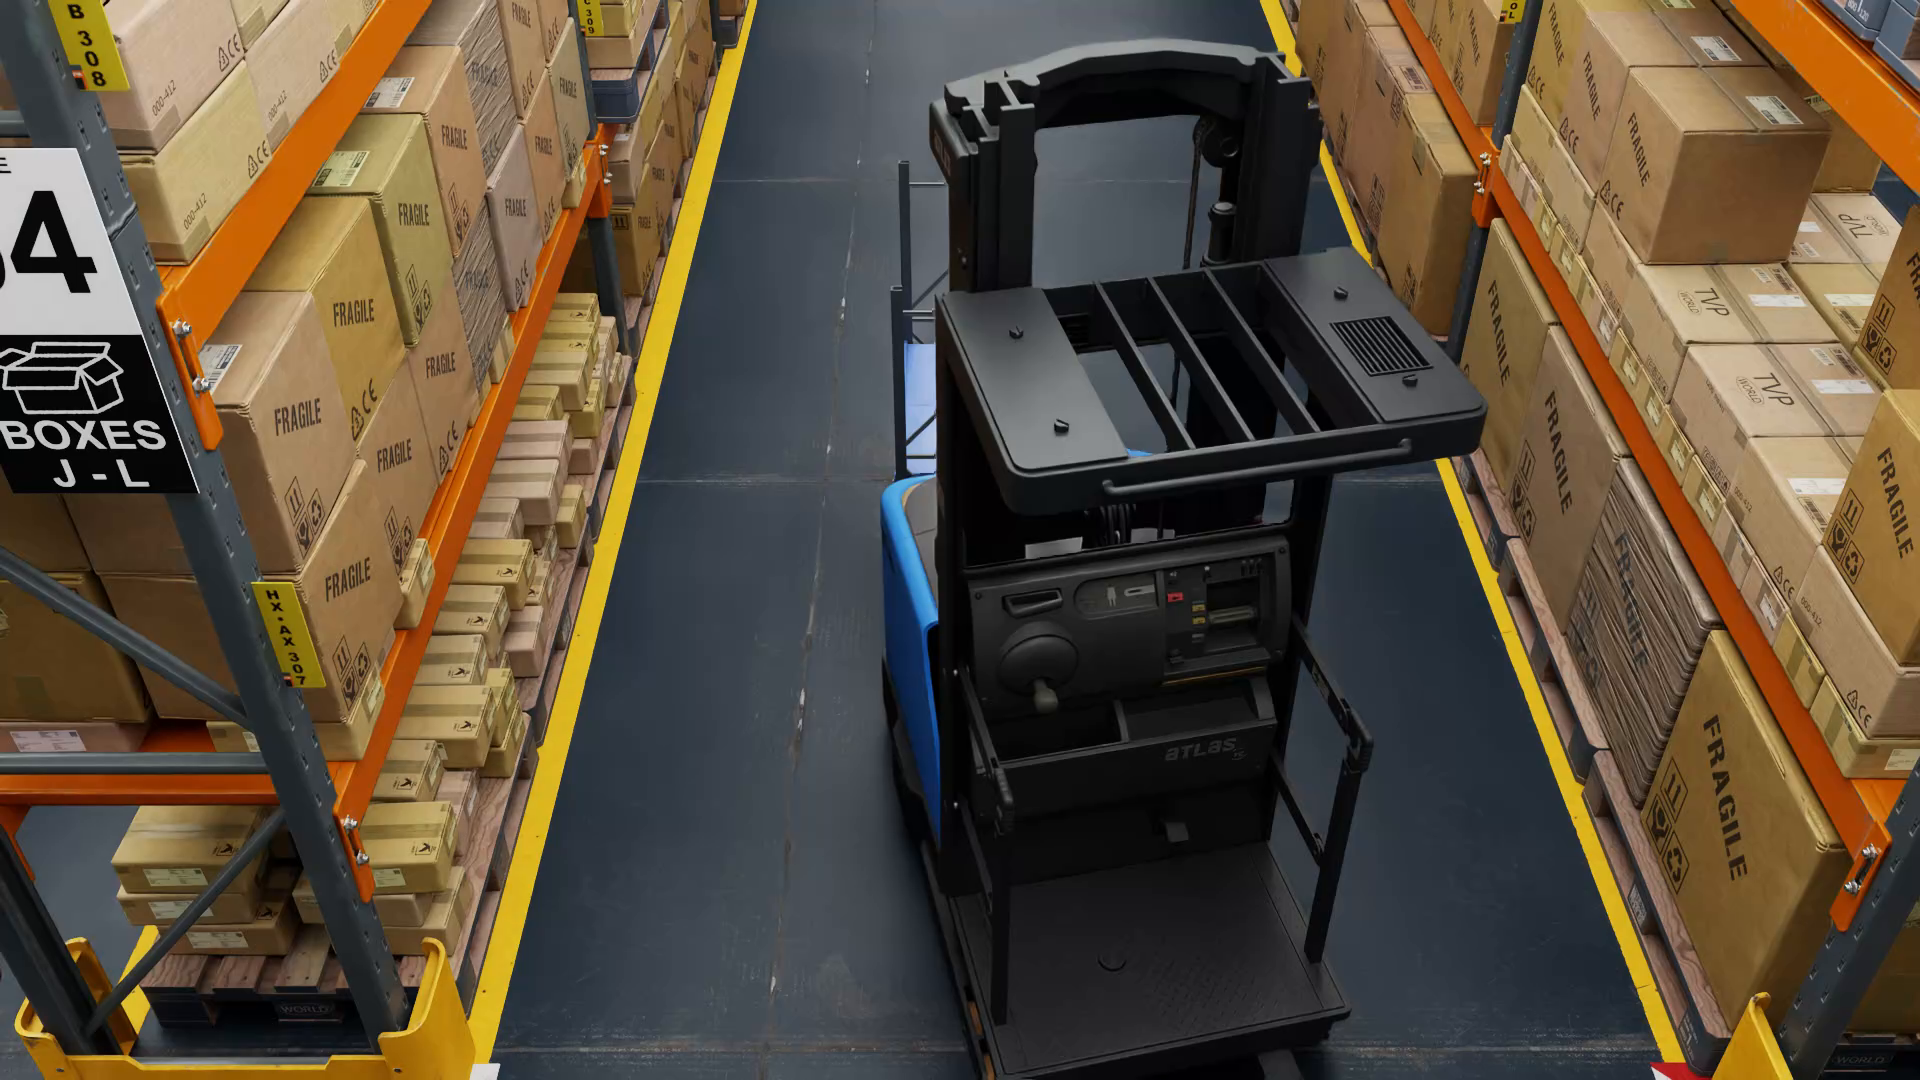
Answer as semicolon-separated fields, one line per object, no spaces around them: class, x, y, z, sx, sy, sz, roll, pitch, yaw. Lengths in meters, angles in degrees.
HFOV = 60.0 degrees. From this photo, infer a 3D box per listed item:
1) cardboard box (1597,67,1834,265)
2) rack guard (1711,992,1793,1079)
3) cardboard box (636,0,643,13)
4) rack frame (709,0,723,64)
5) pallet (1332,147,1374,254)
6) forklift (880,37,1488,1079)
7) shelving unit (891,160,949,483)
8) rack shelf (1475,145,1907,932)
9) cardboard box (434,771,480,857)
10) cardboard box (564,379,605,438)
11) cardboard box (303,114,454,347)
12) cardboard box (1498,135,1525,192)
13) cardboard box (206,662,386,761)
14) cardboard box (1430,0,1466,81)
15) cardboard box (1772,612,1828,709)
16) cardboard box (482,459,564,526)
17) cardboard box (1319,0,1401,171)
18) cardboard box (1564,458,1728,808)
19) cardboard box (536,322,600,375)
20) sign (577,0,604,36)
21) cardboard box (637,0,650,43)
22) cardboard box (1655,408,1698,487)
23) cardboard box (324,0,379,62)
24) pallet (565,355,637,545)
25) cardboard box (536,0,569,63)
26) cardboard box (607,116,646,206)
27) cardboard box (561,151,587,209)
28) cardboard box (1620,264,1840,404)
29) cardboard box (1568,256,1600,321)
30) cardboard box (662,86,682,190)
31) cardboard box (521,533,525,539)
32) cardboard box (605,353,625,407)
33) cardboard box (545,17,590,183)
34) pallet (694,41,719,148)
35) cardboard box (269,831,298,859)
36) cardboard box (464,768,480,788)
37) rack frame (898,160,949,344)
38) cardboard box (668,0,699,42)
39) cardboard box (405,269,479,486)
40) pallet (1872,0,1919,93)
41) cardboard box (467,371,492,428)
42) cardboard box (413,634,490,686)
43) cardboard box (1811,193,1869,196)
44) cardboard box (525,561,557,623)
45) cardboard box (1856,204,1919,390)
cardboard box;2.588;-1.296;5.751;0.500;0.500;0.500;-1;39;-1
rack guard;2.850;1.613;4.838;1.175;0.500;0.348;0;39;0
cardboard box;-1.657;-2.529;7.635;0.380;0.149;0.250;-1;39;-1
rack frame;-2.119;-4.440;10.392;1.000;3.000;0.127;0;39;0
pallet;2.765;-2.038;9.625;1.003;0.211;1.213;0;39;0
forklift;0.535;0.317;4.510;1.130;2.935;3.031;-8;39;-10
shelving unit;0.000;-0.639;6.848;0.538;1.500;1.048;0;39;0
rack shelf;2.848;-0.348;5.861;1.077;0.370;4.000;0;39;0
cardboard box;-1.798;0.896;5.439;0.380;0.149;0.250;0;39;0
cardboard box;-1.766;-0.573;7.272;0.380;0.149;0.250;-1;39;-2
cardboard box;-1.830;-0.904;4.863;0.500;0.500;0.500;-1;39;-1
cardboard box;2.513;-1.596;7.044;0.380;0.149;0.250;0;39;0
cardboard box;-1.783;0.458;4.481;0.380;0.149;0.250;0;39;0
cardboard box;2.578;-2.520;7.916;0.500;0.500;0.500;1;39;1
cardboard box;2.518;0.335;4.634;0.380;0.149;0.250;0;39;0
cardboard box;-1.779;-0.184;6.550;0.380;0.149;0.250;-1;39;-2
cardboard box;2.814;-2.726;9.617;1.225;0.875;0.875;0;39;0
cardboard box;2.768;0.318;5.817;0.875;0.875;0.875;0;39;0
cardboard box;-1.814;-0.840;7.368;0.380;0.149;0.250;0;39;1
sign;-1.572;-2.282;7.006;0.100;0.325;0.005;0;39;0
cardboard box;-1.661;-2.425;7.742;0.380;0.149;0.250;1;39;1
cardboard box;2.517;-0.303;5.430;0.380;0.149;0.250;0;39;0
cardboard box;-1.865;-1.482;4.422;0.500;0.250;0.500;-1;39;-2
pallet;-2.079;-0.431;7.619;1.003;0.211;1.213;0;39;0
cardboard box;-1.844;-2.190;6.467;0.500;0.500;0.500;-1;39;-2
cardboard box;-1.851;-1.882;8.263;0.500;0.250;0.500;-2;39;-2
cardboard box;-1.771;-1.501;6.926;0.380;0.149;0.250;-1;39;-1
cardboard box;2.579;-0.699;5.606;0.500;0.250;0.500;0;39;0
cardboard box;2.517;-0.942;6.228;0.380;0.149;0.250;-1;39;-1
cardboard box;-1.867;-2.248;9.320;0.500;0.500;0.500;1;39;1
cardboard box;-1.906;0.078;6.460;0.380;0.149;0.250;2;39;2
cardboard box;-1.774;-0.745;7.725;0.380;0.149;0.250;0;39;1
cardboard box;-1.832;-1.792;6.769;0.500;0.500;0.500;0;39;0
pallet;-2.120;-2.863;10.654;1.003;0.211;1.213;0;39;0
cardboard box;-2.343;0.902;5.432;0.380;0.149;0.250;-1;39;-1
cardboard box;-1.880;0.864;5.717;0.380;0.149;0.250;0;39;0
rack frame;-0.001;-0.956;7.244;0.500;1.500;0.032;0;39;0
cardboard box;-1.845;-3.178;9.880;0.500;0.250;0.500;0;39;1
cardboard box;-1.848;-0.514;5.175;0.500;0.500;0.500;0;39;1
pallet;2.839;-0.978;3.743;1.003;0.211;1.213;0;39;0
cardboard box;-1.835;-0.518;5.698;0.380;0.149;0.250;1;39;2
cardboard box;-1.847;0.466;5.738;0.380;0.149;0.250;-2;39;-2
cardboard box;3.111;-1.337;6.402;0.500;0.250;0.500;1;39;1
cardboard box;-1.806;0.216;6.526;0.380;0.149;0.250;0;39;0
cardboard box;3.112;-0.665;4.964;0.500;0.500;0.500;-1;39;-1
